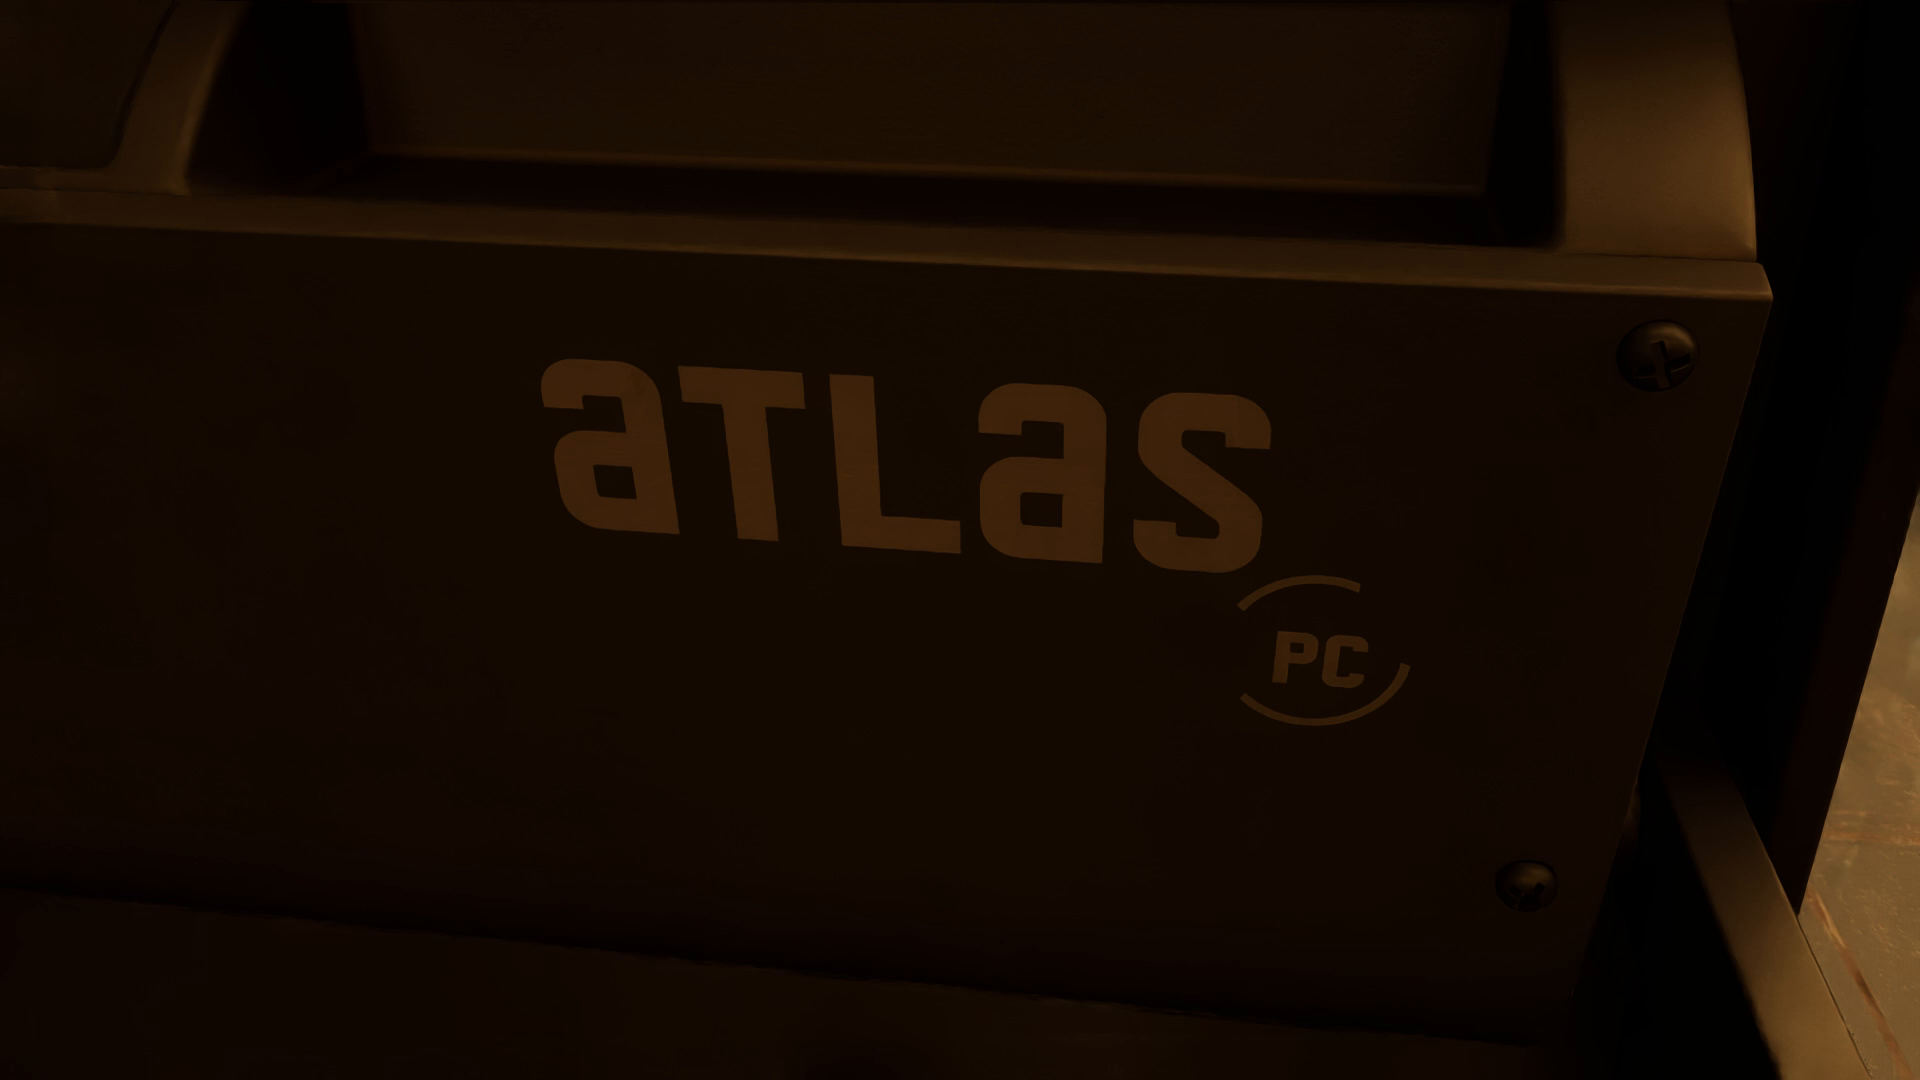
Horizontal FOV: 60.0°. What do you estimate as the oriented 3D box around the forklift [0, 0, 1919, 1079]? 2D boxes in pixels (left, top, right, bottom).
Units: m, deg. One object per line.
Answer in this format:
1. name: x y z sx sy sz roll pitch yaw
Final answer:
1. forklift: -0.266 -0.470 0.158 1.130 2.935 3.031 4 27 8
